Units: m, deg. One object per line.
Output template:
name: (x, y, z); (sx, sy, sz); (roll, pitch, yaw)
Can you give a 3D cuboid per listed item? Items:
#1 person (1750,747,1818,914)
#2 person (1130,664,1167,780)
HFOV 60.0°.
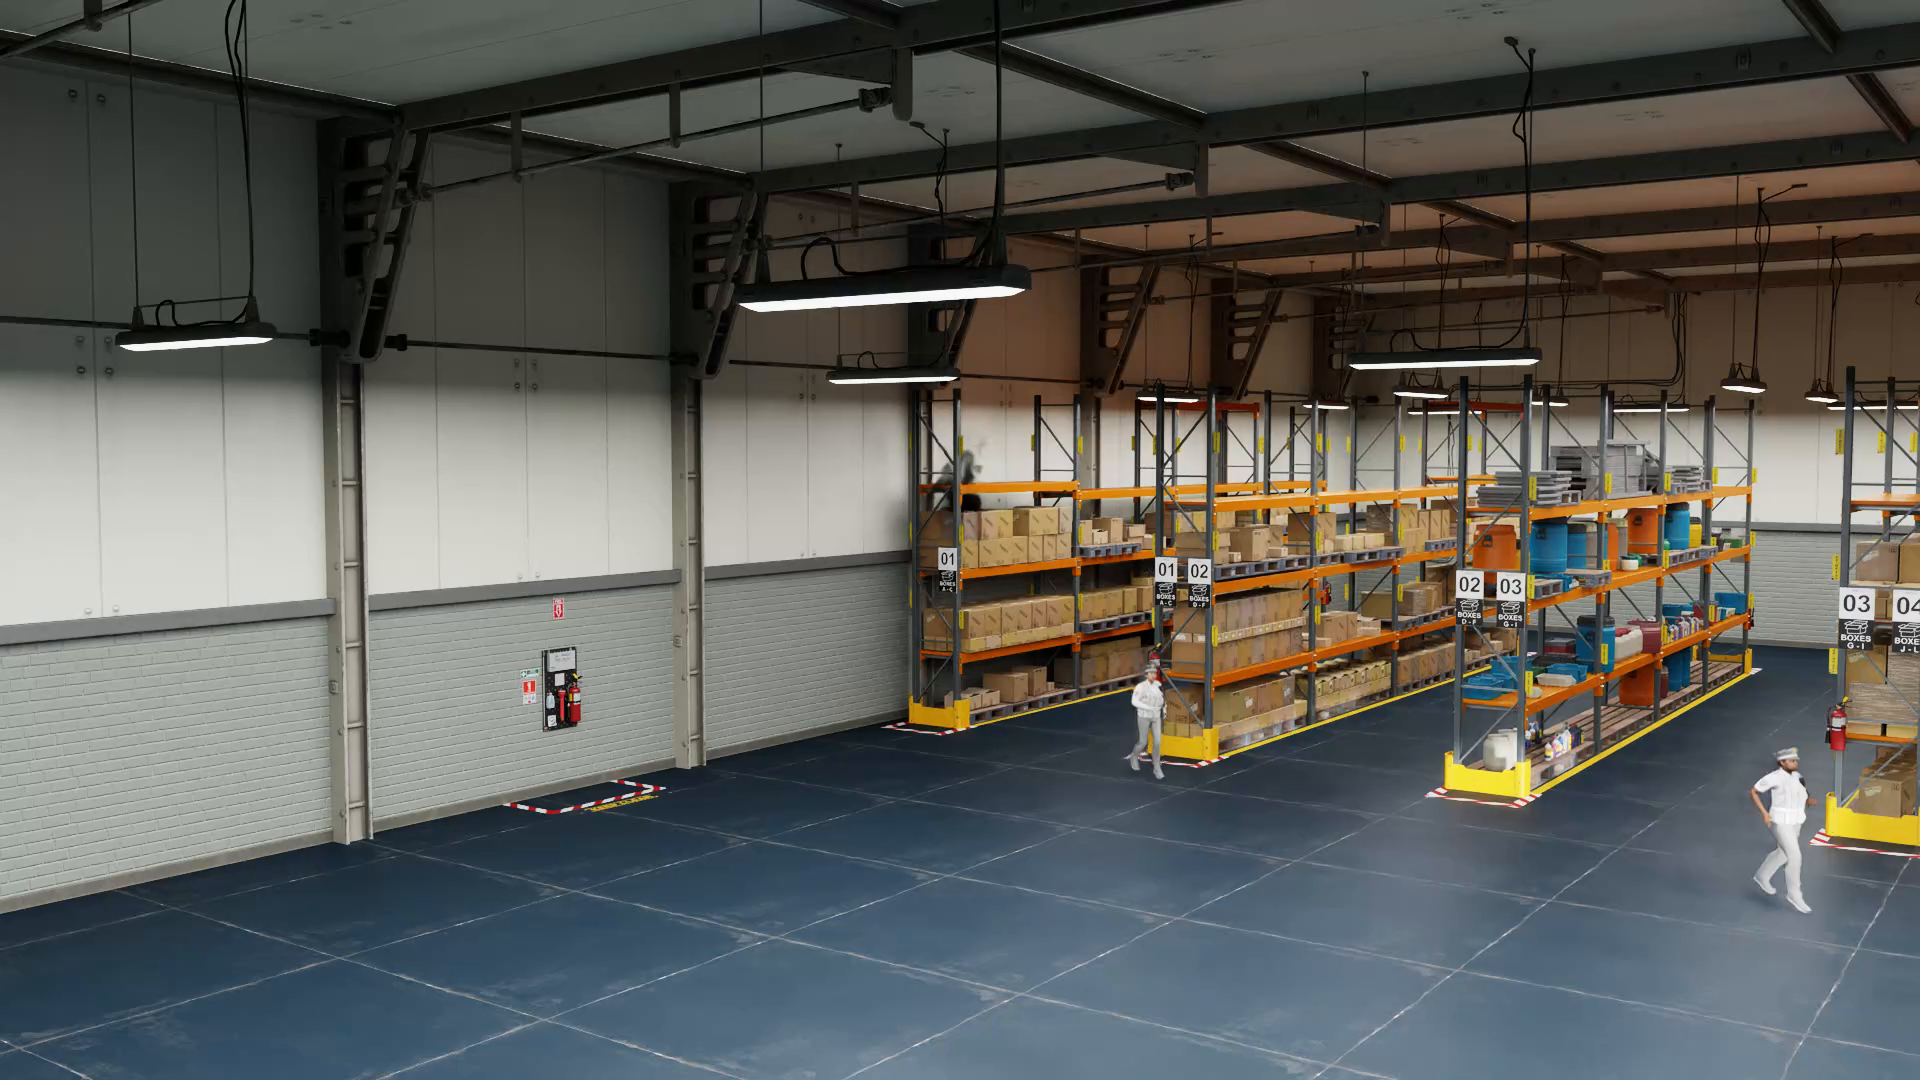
person: (8.985, 3.117, 18.135); (0.555, 1.743, 0.803); (-2, 4, -28)
person: (2.868, 2.720, 25.221); (0.633, 1.716, 0.825); (-1, 4, -22)
